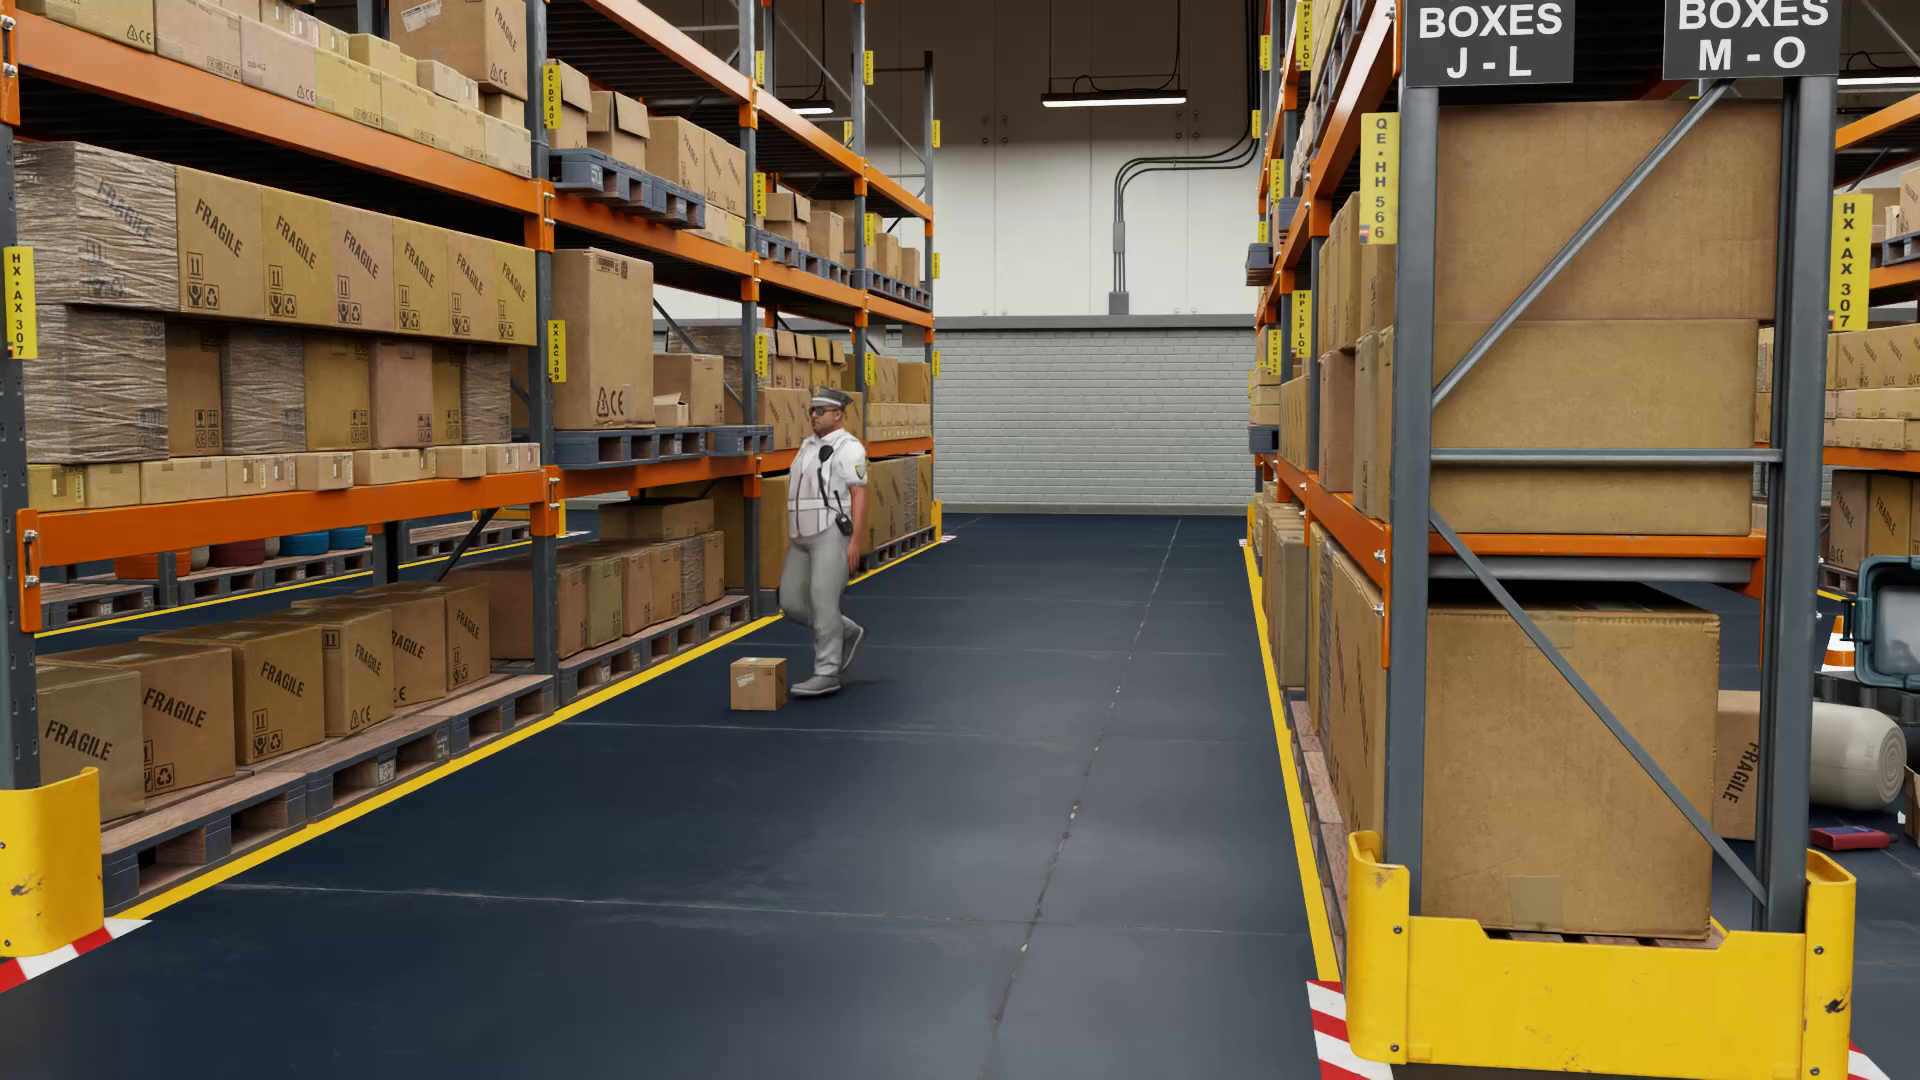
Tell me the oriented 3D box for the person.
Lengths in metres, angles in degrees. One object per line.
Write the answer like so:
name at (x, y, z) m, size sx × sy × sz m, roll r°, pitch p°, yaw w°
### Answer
person at (-0.860, -0.019, 9.570) m, size 0.501 × 1.761 × 0.567 m, roll -4°, pitch 6°, yaw -44°
